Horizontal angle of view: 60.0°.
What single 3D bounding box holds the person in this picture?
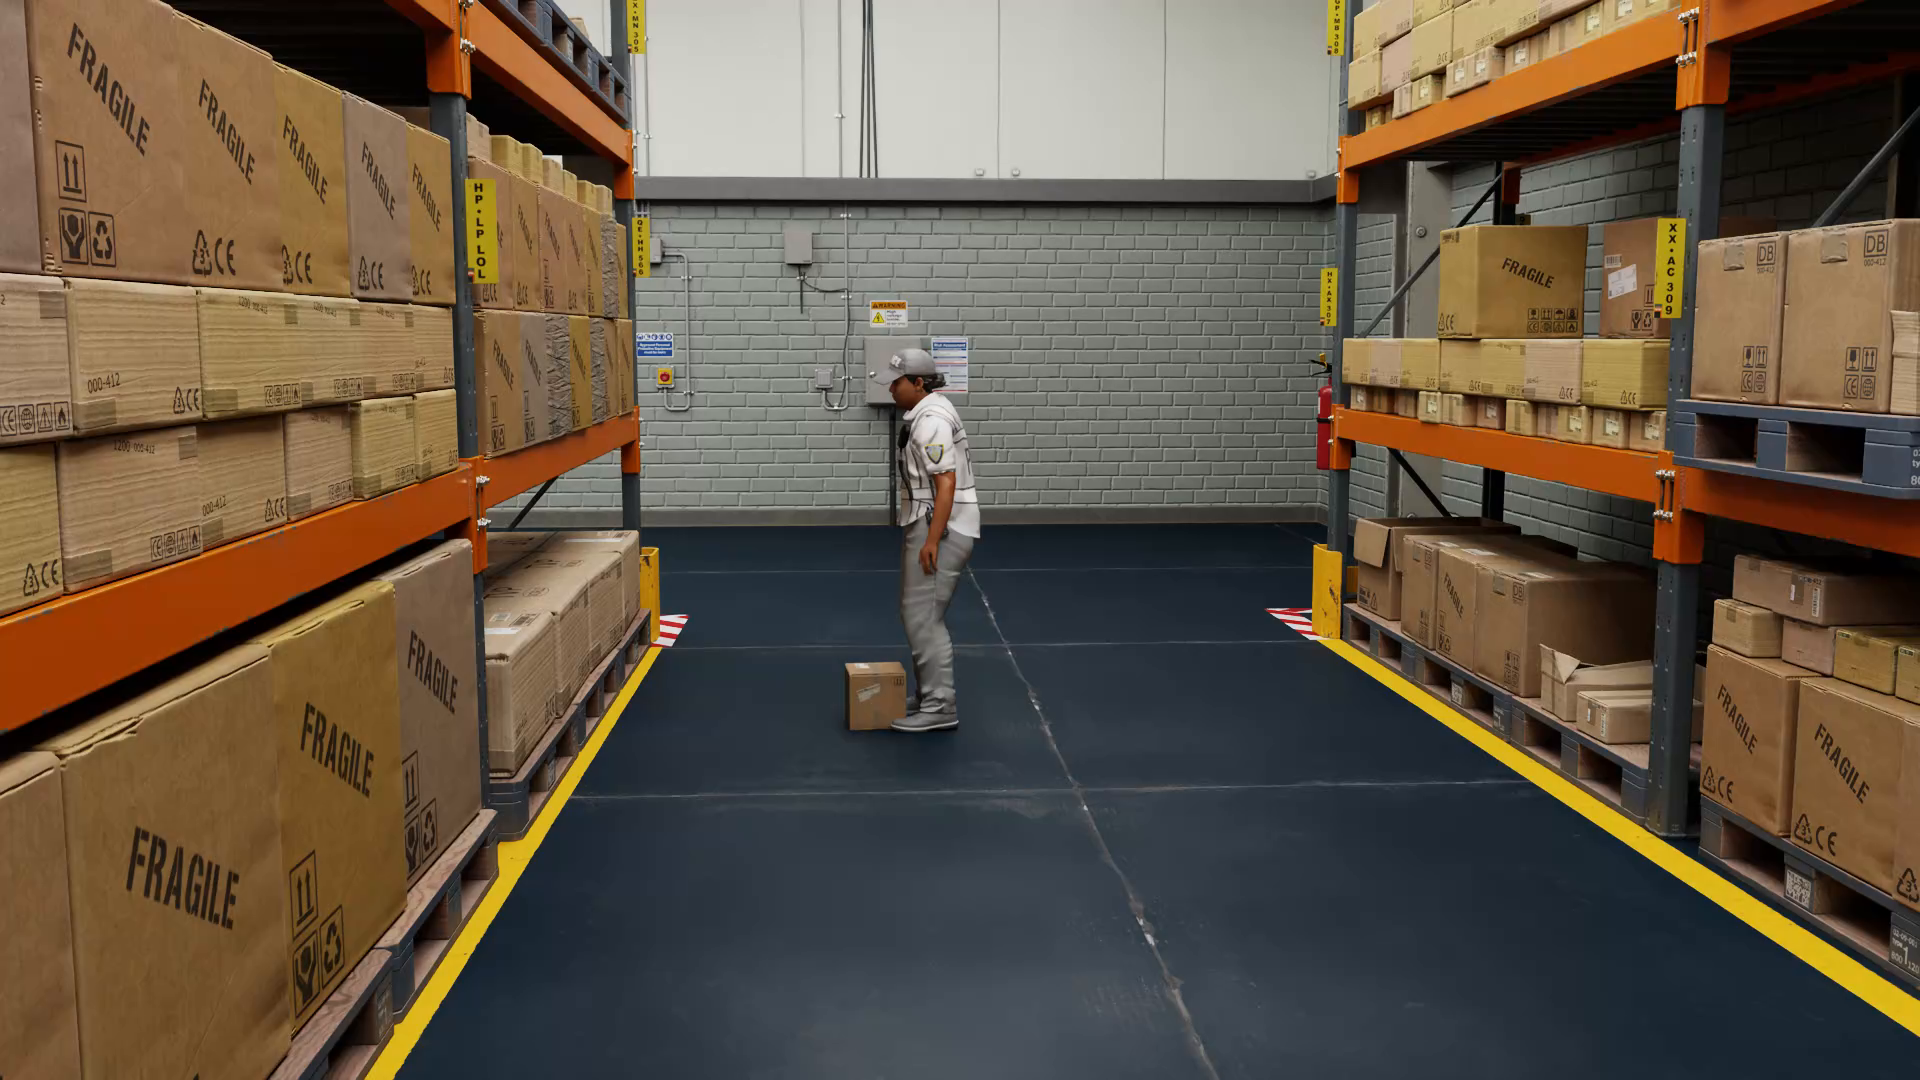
[{"bbox_3d":[-0.156,-0.012,7.329,0.467,1.664,0.551,-1,7,-7],"label":"person"}]
